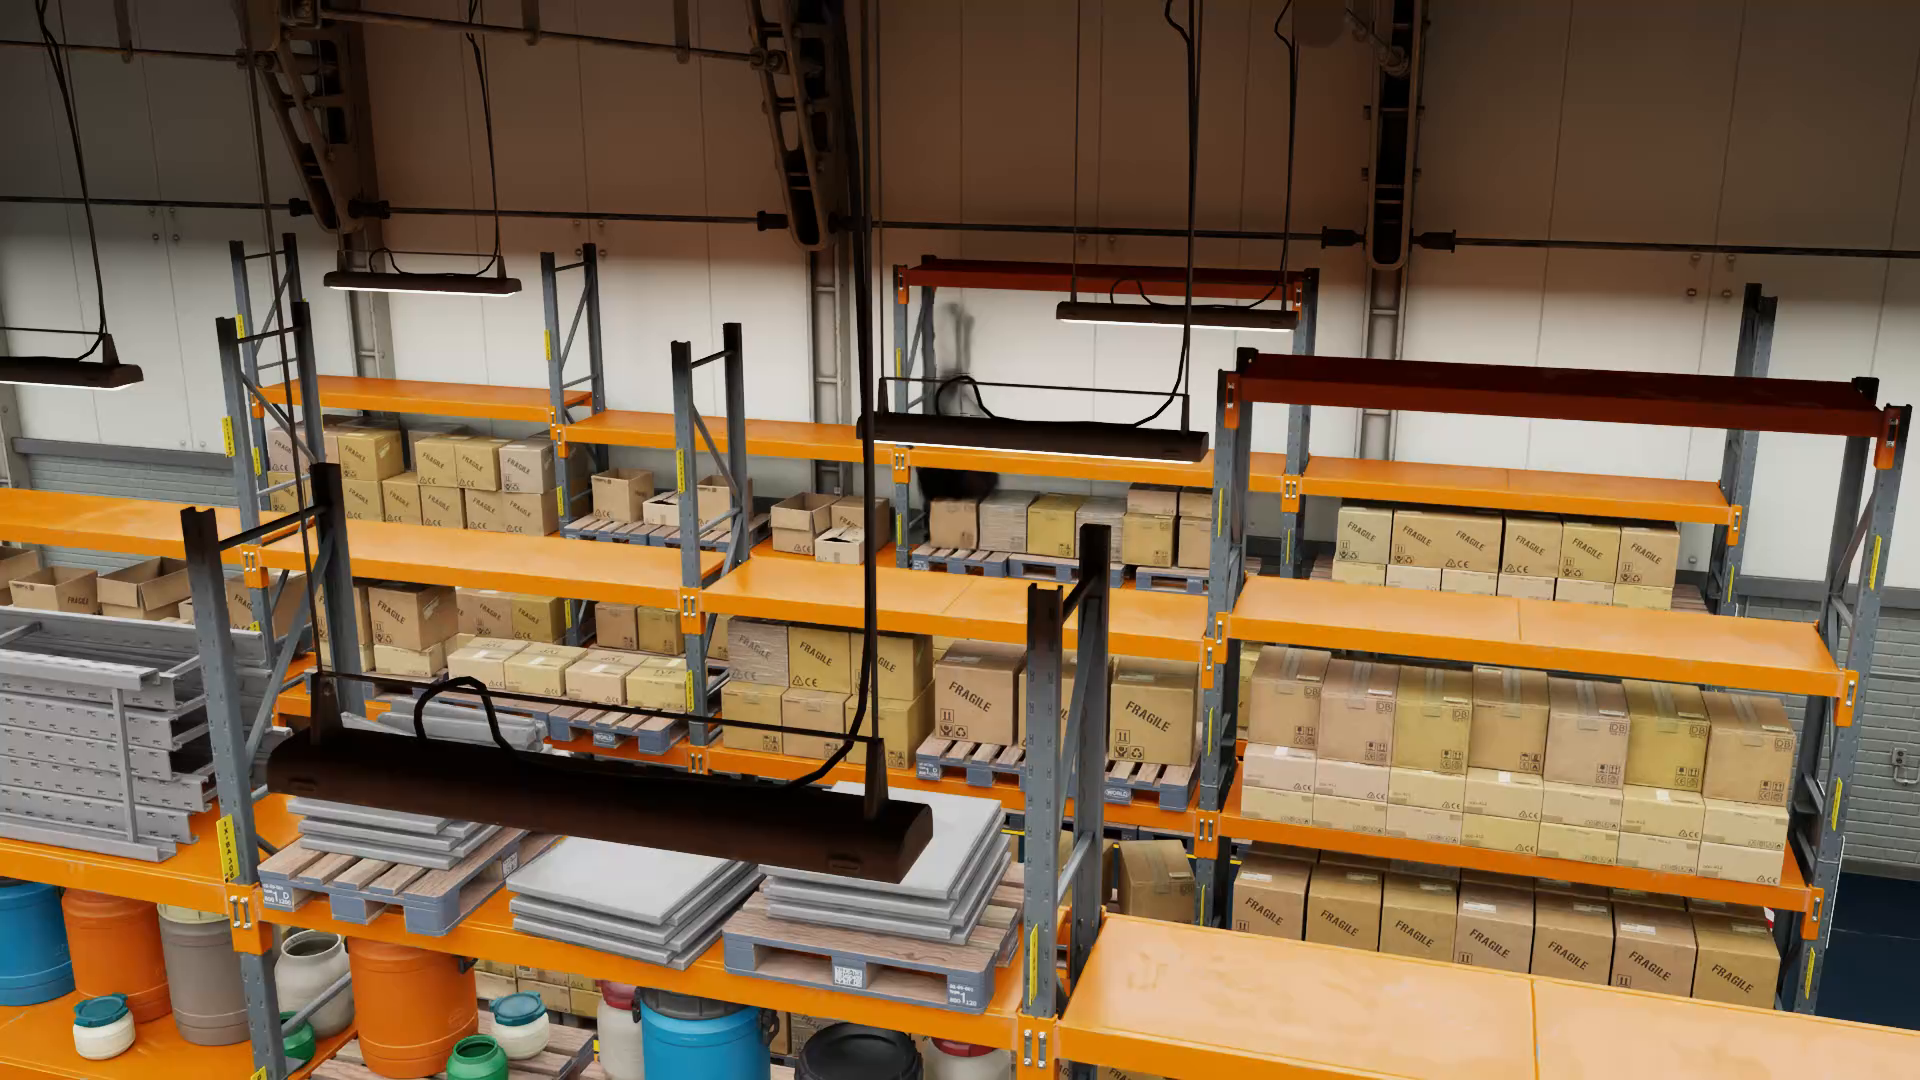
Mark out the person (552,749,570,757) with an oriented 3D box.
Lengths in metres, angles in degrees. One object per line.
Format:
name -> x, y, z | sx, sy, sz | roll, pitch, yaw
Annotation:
person -> -4.223, 2.431, 17.245 | 0.966, 1.784, 0.650 | 1, 16, 4
